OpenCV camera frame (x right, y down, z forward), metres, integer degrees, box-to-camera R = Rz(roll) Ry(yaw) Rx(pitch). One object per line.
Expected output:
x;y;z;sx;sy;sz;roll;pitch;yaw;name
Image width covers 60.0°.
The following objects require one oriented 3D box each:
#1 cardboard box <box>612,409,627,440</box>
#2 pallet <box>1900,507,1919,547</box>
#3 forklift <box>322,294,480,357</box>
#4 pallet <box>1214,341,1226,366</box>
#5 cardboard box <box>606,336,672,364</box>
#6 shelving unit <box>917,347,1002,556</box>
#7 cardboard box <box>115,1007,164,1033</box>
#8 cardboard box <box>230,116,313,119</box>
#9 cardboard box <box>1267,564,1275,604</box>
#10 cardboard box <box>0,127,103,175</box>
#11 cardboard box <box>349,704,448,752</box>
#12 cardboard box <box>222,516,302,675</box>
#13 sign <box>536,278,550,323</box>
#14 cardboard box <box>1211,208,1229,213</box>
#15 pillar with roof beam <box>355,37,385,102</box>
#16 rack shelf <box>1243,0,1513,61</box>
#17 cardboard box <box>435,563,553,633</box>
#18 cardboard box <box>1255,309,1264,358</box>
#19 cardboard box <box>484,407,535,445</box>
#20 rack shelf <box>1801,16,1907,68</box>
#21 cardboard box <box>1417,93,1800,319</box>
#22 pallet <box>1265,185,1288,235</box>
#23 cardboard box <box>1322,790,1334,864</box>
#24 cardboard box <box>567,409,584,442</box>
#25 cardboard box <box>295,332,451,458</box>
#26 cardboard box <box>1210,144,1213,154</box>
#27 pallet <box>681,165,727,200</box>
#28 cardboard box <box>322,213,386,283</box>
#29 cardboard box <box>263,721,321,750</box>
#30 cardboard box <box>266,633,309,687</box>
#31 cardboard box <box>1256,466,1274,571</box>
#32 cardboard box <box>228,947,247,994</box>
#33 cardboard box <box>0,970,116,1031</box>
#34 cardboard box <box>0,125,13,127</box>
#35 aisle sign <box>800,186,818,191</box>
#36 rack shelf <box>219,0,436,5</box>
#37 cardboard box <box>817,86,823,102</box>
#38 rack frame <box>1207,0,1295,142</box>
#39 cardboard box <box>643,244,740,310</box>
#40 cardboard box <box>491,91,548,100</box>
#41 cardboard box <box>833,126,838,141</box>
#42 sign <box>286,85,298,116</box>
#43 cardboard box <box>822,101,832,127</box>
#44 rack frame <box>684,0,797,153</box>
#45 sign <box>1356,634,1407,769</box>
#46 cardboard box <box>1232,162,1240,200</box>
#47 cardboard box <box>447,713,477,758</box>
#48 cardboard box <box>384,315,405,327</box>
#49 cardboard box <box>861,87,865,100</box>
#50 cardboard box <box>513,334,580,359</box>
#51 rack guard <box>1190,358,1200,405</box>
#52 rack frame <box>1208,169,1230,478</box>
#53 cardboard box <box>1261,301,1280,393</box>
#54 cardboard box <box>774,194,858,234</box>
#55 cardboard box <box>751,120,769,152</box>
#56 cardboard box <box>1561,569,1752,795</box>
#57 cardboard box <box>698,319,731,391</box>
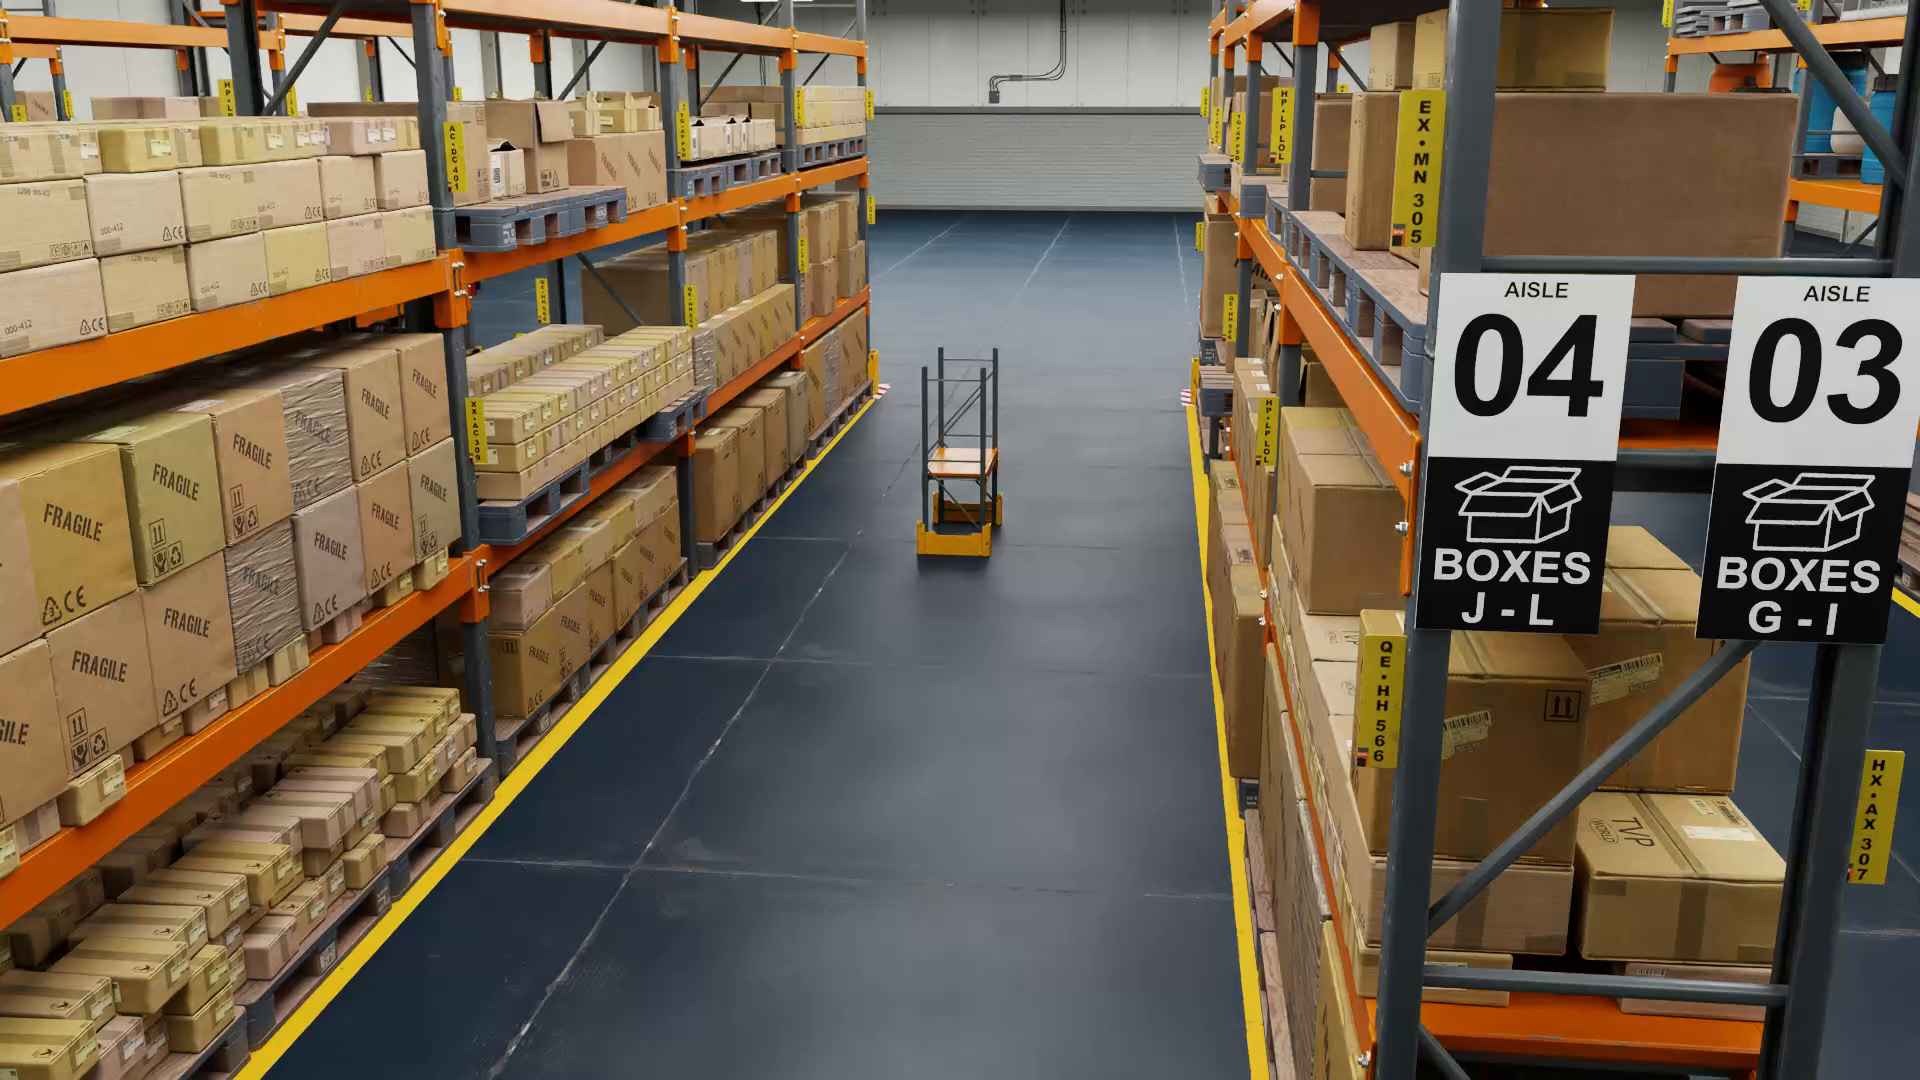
-2.273;-0.715;10.238;0.380;0.149;0.250;1;15;4;cardboard box
7.607;-0.030;13.367;1.003;0.211;1.213;2;15;6;pallet
-4.799;-1.734;14.458;1.130;2.935;3.031;1;15;5;forklift
2.603;-1.428;13.565;1.003;0.211;1.213;2;15;6;pallet
-2.157;-1.274;11.163;0.380;0.149;0.250;2;15;8;cardboard box
0.009;-0.744;13.539;0.587;1.500;1.083;2;15;6;shelving unit
-3.059;1.662;5.855;0.380;0.149;0.250;2;15;7;cardboard box
-3.222;-1.882;7.696;0.380;0.149;0.250;1;15;5;cardboard box
1.605;0.219;7.586;0.380;0.149;0.250;2;15;6;cardboard box
-3.035;-1.257;5.384;0.380;0.149;0.250;2;15;8;cardboard box
-2.719;0.913;8.058;0.380;0.149;0.250;2;15;7;cardboard box
-2.920;0.198;6.424;0.500;0.500;0.500;1;15;5;cardboard box
-3.049;-1.753;12.180;0.100;0.325;0.005;2;15;6;sign
2.704;-2.973;16.233;0.500;0.500;0.500;2;15;6;cardboard box
-6.799;-9.246;30.615;9.100;9.000;0.400;2;15;6;pillar with roof beam
2.194;-2.843;9.082;1.077;0.370;4.000;2;15;6;rack shelf
-2.602;0.317;9.291;0.500;0.250;0.500;1;15;4;cardboard box
2.441;-1.398;12.091;0.500;0.500;0.500;0;15;-1;cardboard box
-2.447;-0.598;8.666;0.380;0.149;0.250;2;15;9;cardboard box
7.567;-3.735;12.379;1.077;0.370;4.000;2;15;6;rack shelf
1.523;-0.815;3.996;0.700;0.500;0.500;1;15;3;cardboard box
2.277;-1.904;9.574;1.003;0.211;1.213;2;15;9;pallet
1.317;0.890;5.104;0.380;0.149;0.250;2;15;7;cardboard box
-2.362;-0.656;9.450;0.380;0.149;0.250;1;15;4;cardboard box
-2.733;-0.686;7.775;0.500;0.500;0.500;1;15;4;cardboard box
2.900;-4.077;17.534;0.500;0.250;0.500;2;15;6;cardboard box
-2.477;-2.704;12.531;1.213;0.211;1.003;2;15;9;pallet
-2.803;-1.252;7.088;0.500;0.250;0.500;2;15;6;cardboard box
-3.263;0.965;7.864;0.380;0.149;0.250;1;15;5;cardboard box
-2.853;0.469;6.663;0.380;0.149;0.250;2;15;7;cardboard box
1.750;-0.146;8.266;0.500;0.500;0.500;2;15;6;cardboard box
-2.981;1.676;6.373;0.380;0.149;0.250;2;15;6;cardboard box
-3.091;1.582;5.584;0.380;0.149;0.250;2;15;7;cardboard box
-3.478;-1.339;5.687;0.380;0.149;0.250;2;15;7;cardboard box
-1.884;-4.536;19.709;0.394;0.787;0.004;2;15;6;aisle sign
-3.174;-2.170;5.830;1.077;0.370;4.000;2;15;6;rack shelf
-1.582;-4.461;16.623;0.380;0.149;0.250;1;15;5;cardboard box
3.323;-5.977;18.527;1.000;3.000;0.127;2;15;6;rack frame
-2.268;-2.223;14.028;0.700;0.500;0.500;2;15;6;cardboard box
-2.875;-2.814;10.917;0.396;0.266;0.258;2;15;6;cardboard box
-1.495;-4.273;17.455;0.380;0.149;0.250;2;15;7;cardboard box
-6.424;-4.208;15.986;0.100;0.325;0.005;2;15;6;sign
-1.600;-4.367;17.039;0.500;0.250;0.500;2;15;6;cardboard box
-2.046;-5.112;15.328;1.000;3.000;0.127;2;15;6;rack frame
0.980;0.376;3.854;0.100;0.325;0.005;2;15;6;sign
2.272;-2.641;12.225;0.500;0.250;0.500;2;15;6;cardboard box
-2.668;0.980;8.379;0.380;0.149;0.250;2;15;7;cardboard box
-6.393;-2.478;18.862;0.380;0.149;0.250;2;15;9;cardboard box
-1.295;-5.119;19.057;0.380;0.149;0.250;2;15;7;cardboard box
-2.801;-1.300;11.259;0.380;0.149;0.250;2;15;6;cardboard box
3.314;-1.855;19.564;1.175;0.500;0.348;2;15;6;rack guard
2.871;-2.044;15.474;1.000;3.000;0.127;2;15;6;rack frame
2.245;-1.181;10.169;0.797;0.503;0.637;2;15;8;cardboard box
-1.675;-3.752;19.435;0.875;0.550;0.550;2;15;6;cardboard box
-1.966;-3.516;14.463;0.500;0.250;0.500;2;15;6;cardboard box
1.896;0.389;4.757;0.500;0.500;0.500;1;15;5;cardboard box
-2.124;-1.467;13.150;0.500;0.500;0.500;2;15;6;cardboard box
